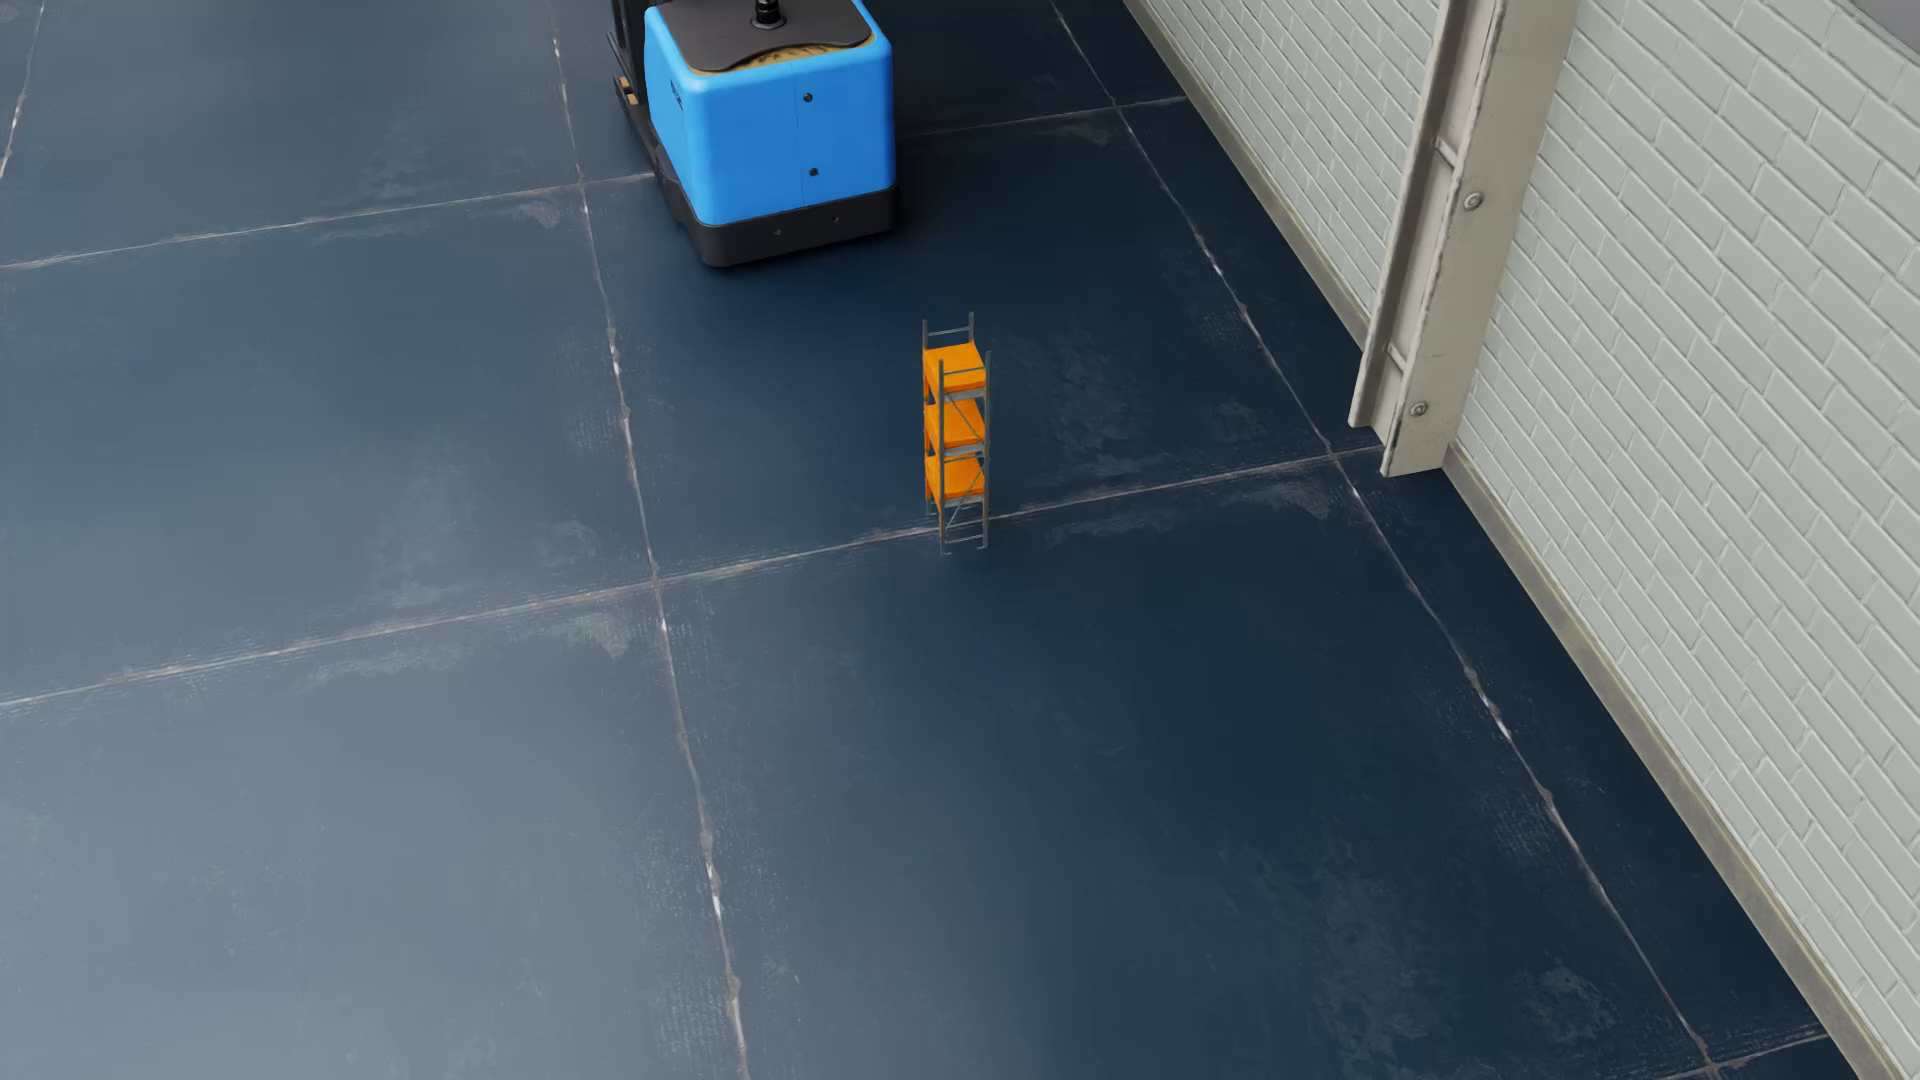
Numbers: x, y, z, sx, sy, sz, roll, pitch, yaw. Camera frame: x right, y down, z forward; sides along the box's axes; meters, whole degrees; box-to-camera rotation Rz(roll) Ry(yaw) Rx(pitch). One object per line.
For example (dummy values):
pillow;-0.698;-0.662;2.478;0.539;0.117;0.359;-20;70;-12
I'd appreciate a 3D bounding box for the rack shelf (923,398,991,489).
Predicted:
rack shelf;-0.014;-0.397;6.670;0.215;0.259;0.240;-11;47;-10

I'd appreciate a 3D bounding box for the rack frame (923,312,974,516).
rack frame;-0.045;-0.489;6.745;0.200;1.050;0.008;-11;47;-10

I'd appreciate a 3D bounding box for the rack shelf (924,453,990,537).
rack shelf;-0.014;-0.202;6.868;0.215;0.259;0.240;-11;47;-10

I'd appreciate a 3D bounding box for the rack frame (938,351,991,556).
rack frame;0.018;-0.320;6.579;0.200;1.050;0.008;-11;47;-10

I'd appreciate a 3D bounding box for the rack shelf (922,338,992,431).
rack shelf;-0.014;-0.596;6.467;0.215;0.259;0.240;-11;47;-10

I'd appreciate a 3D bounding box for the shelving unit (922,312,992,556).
shelving unit;-0.014;-0.404;6.662;0.215;1.050;0.252;-11;47;-10

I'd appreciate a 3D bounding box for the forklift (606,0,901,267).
forklift;-1.305;-3.445;8.325;1.130;2.935;3.031;-15;48;-15

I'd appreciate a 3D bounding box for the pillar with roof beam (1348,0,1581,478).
pillar with roof beam;-2.208;-2.798;3.443;9.100;9.000;0.400;-11;47;-10
